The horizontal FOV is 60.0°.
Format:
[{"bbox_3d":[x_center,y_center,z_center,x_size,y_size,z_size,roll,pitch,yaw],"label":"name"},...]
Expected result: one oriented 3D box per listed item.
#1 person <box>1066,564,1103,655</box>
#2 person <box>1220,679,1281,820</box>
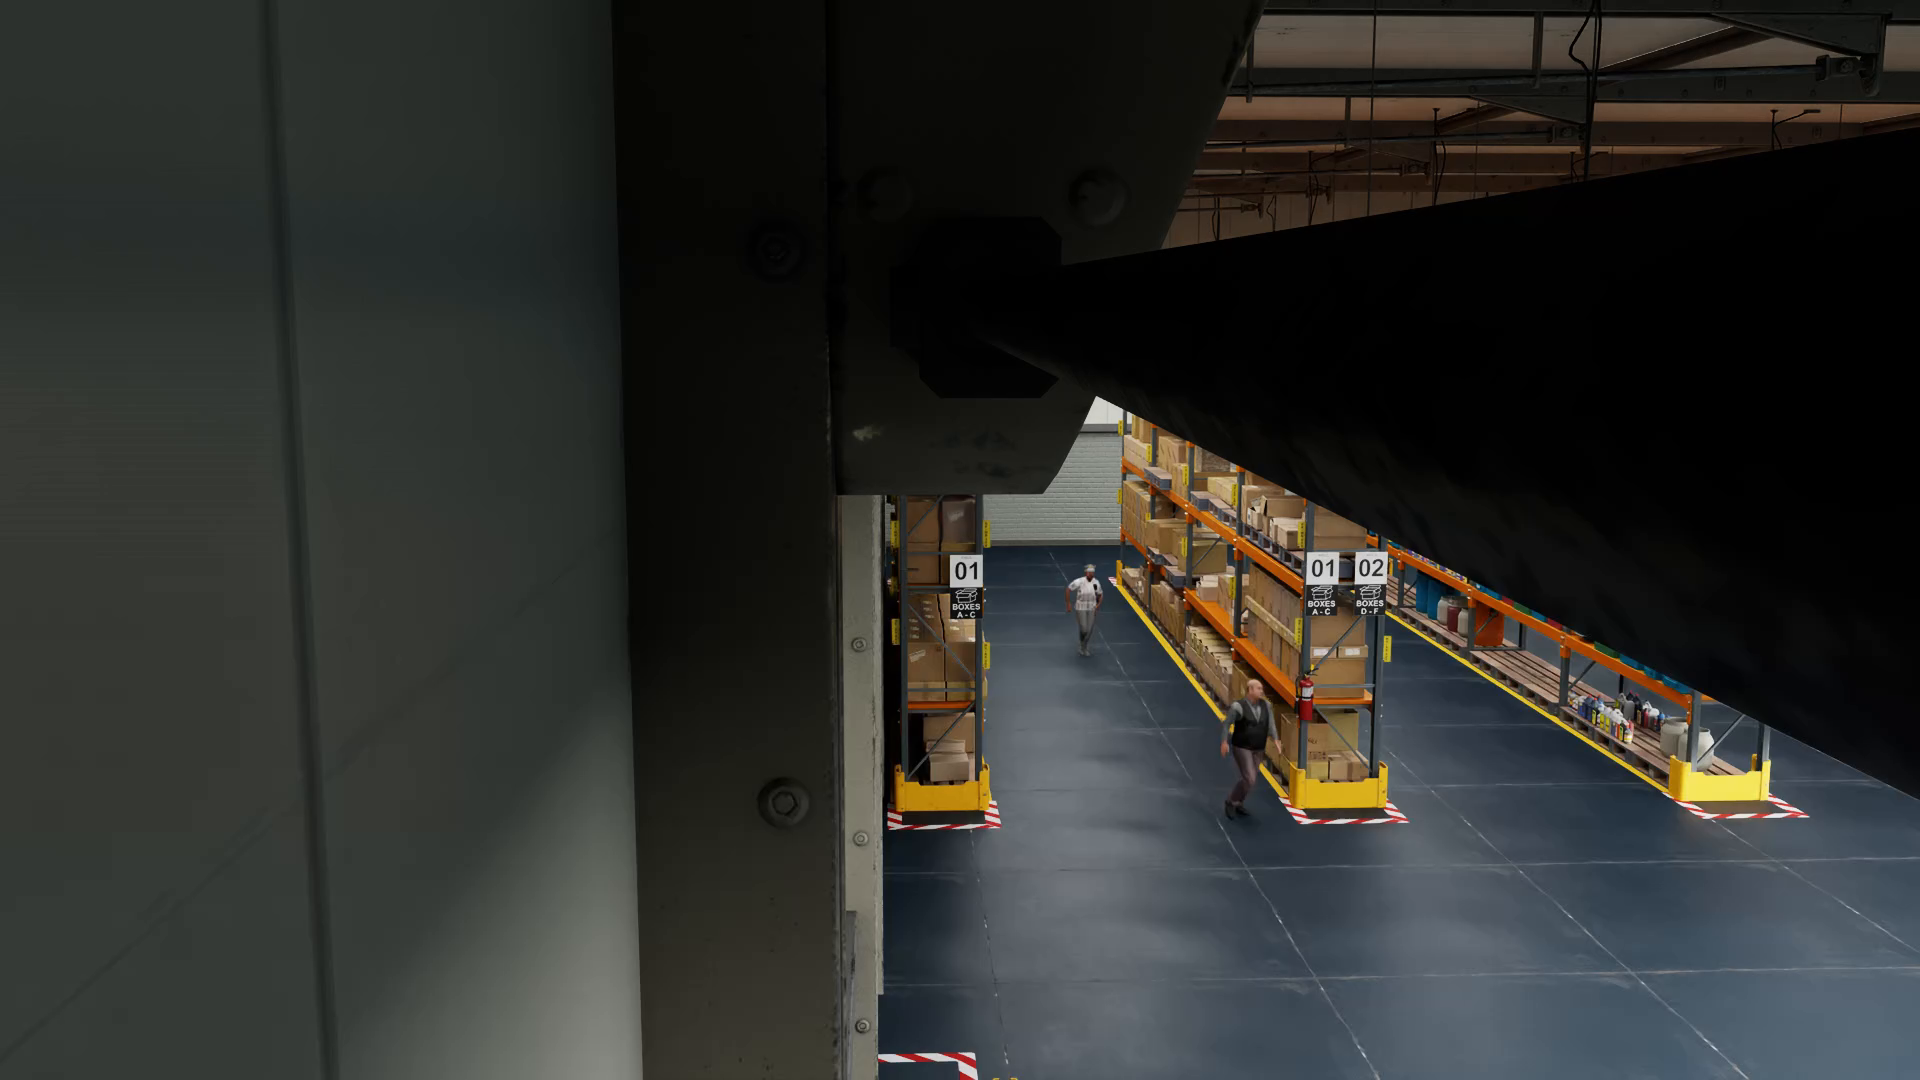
[{"bbox_3d":[2.192,1.225,29.182,0.658,1.652,0.557,-1,9,-9],"label":"person"},{"bbox_3d":[3.508,2.521,20.047,0.640,1.689,0.702,-5,10,-30],"label":"person"}]
